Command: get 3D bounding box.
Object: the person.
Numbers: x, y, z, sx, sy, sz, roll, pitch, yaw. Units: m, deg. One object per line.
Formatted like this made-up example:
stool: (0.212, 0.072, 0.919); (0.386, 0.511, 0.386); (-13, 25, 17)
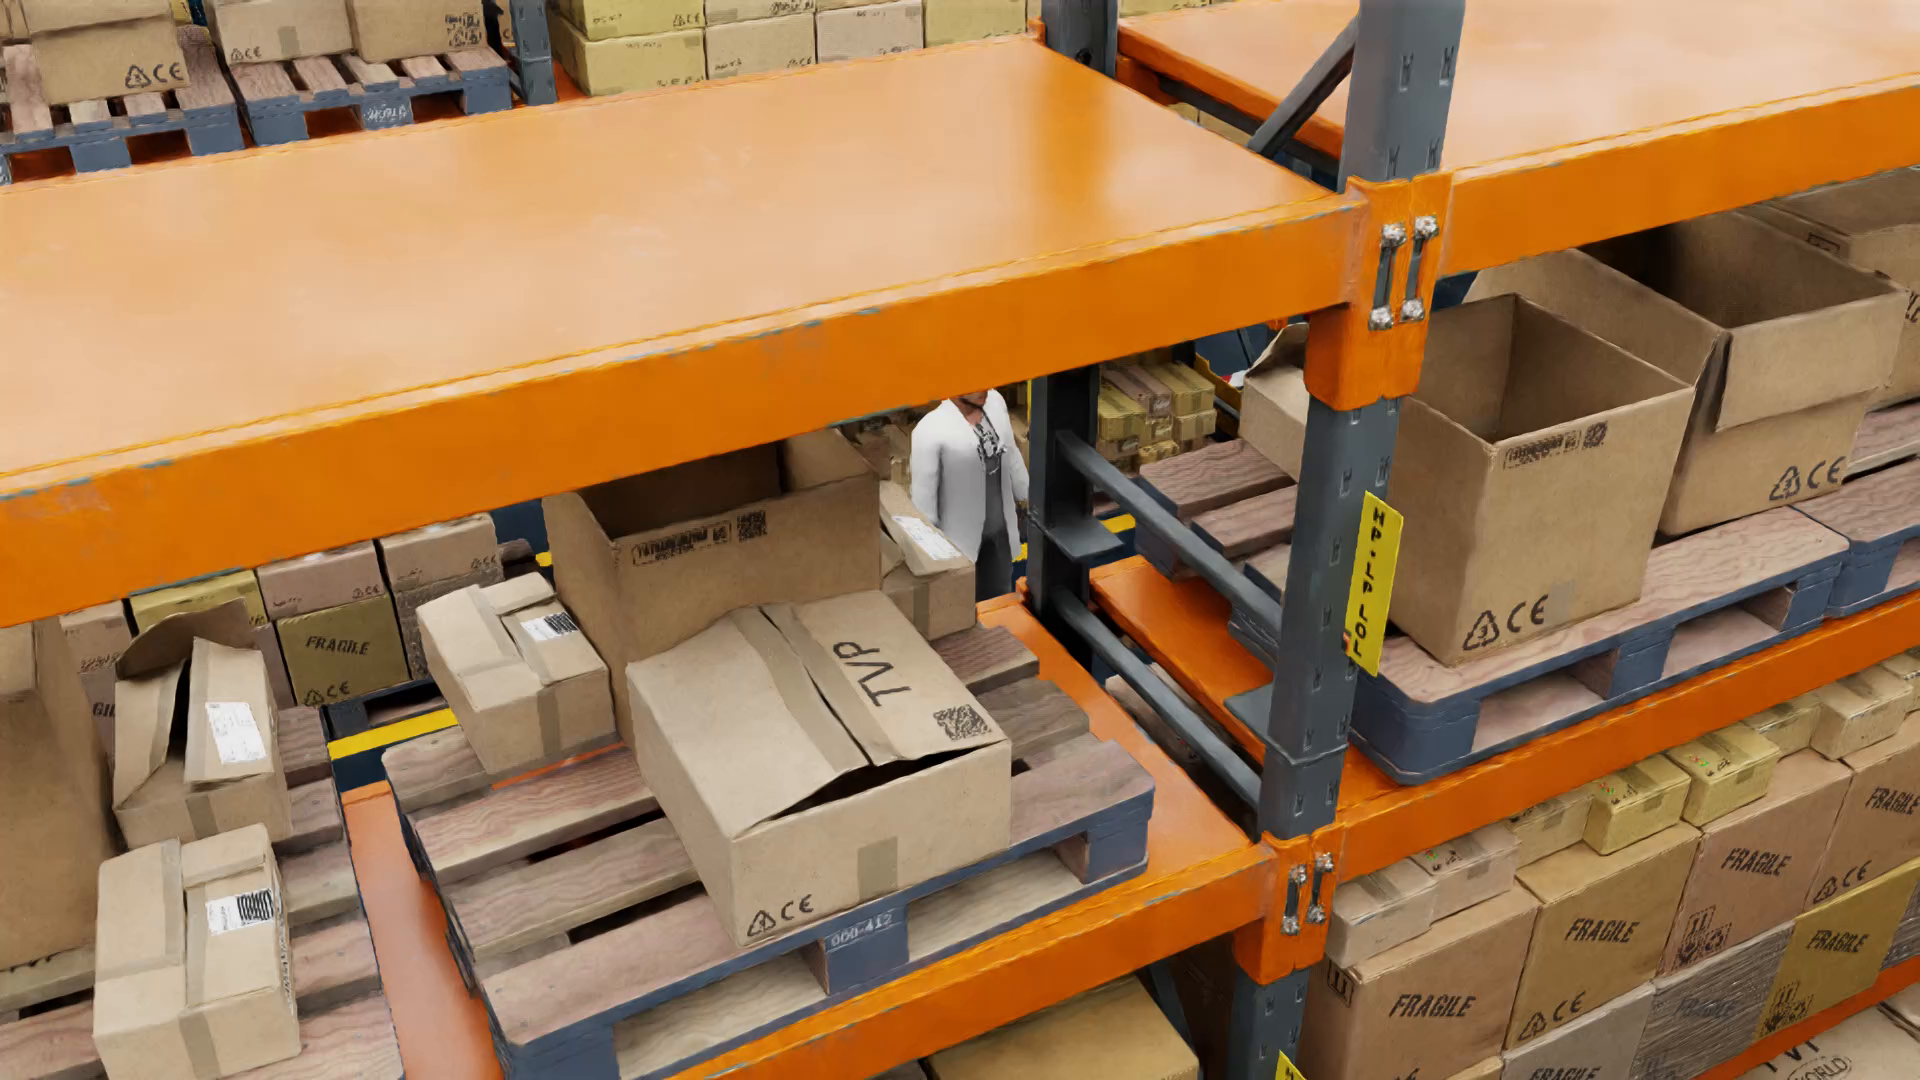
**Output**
person: (0.086, -0.064, 7.671); (0.695, 1.795, 0.431); (-27, 41, -36)
